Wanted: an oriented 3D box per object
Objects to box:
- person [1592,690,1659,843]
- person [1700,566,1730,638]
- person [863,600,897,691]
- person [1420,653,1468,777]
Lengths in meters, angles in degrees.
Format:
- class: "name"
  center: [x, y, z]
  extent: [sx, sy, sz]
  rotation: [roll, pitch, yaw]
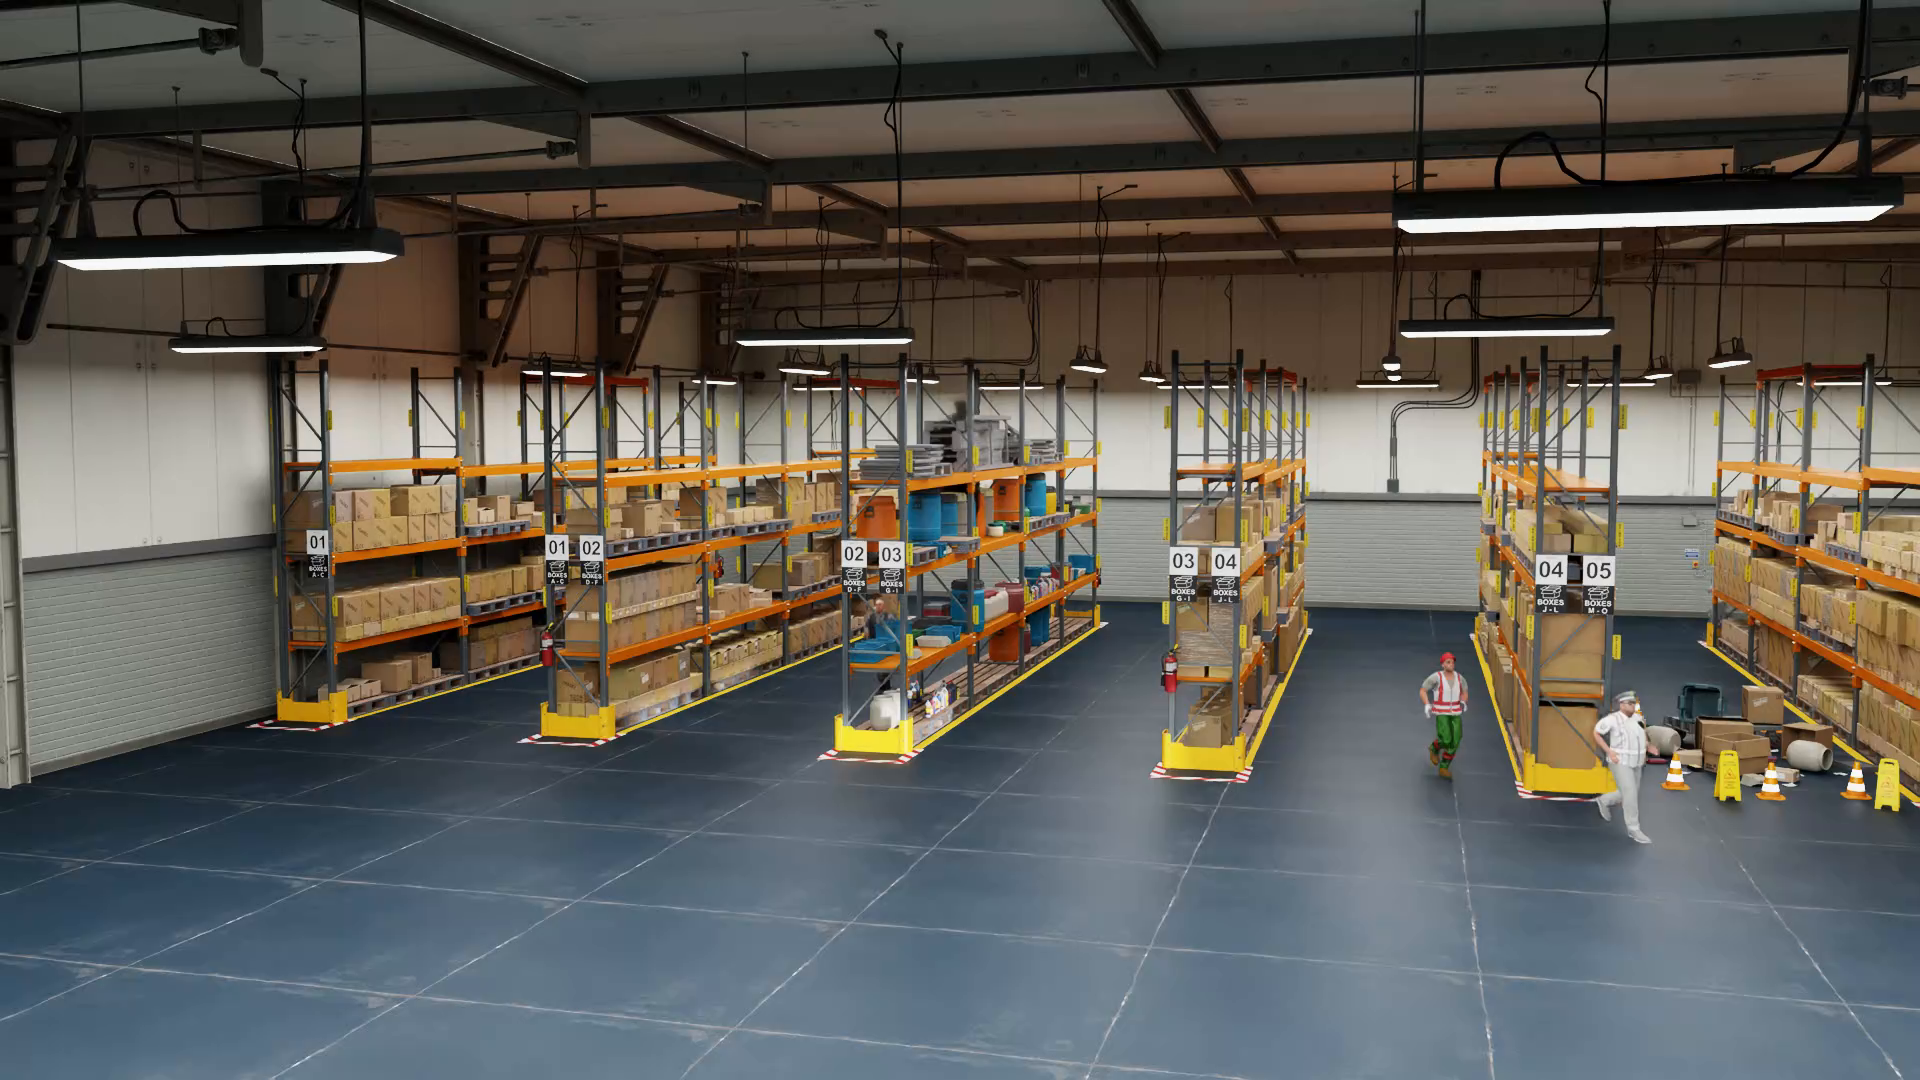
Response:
- class: "person"
  center: [8.005, 2.693, 20.059]
  extent: [0.663, 1.781, 0.904]
  rotation: [-2, 5, -26]
- class: "person"
  center: [17.362, 1.414, 37.955]
  extent: [0.905, 1.785, 0.718]
  rotation: [2, 5, 31]
- class: "person"
  center: [-1.487, 1.941, 30.614]
  extent: [0.653, 1.685, 0.664]
  rotation: [1, 4, 17]
- class: "person"
  center: [6.861, 2.458, 23.408]
  extent: [0.666, 1.748, 0.591]
  rotation: [-1, 4, -9]
